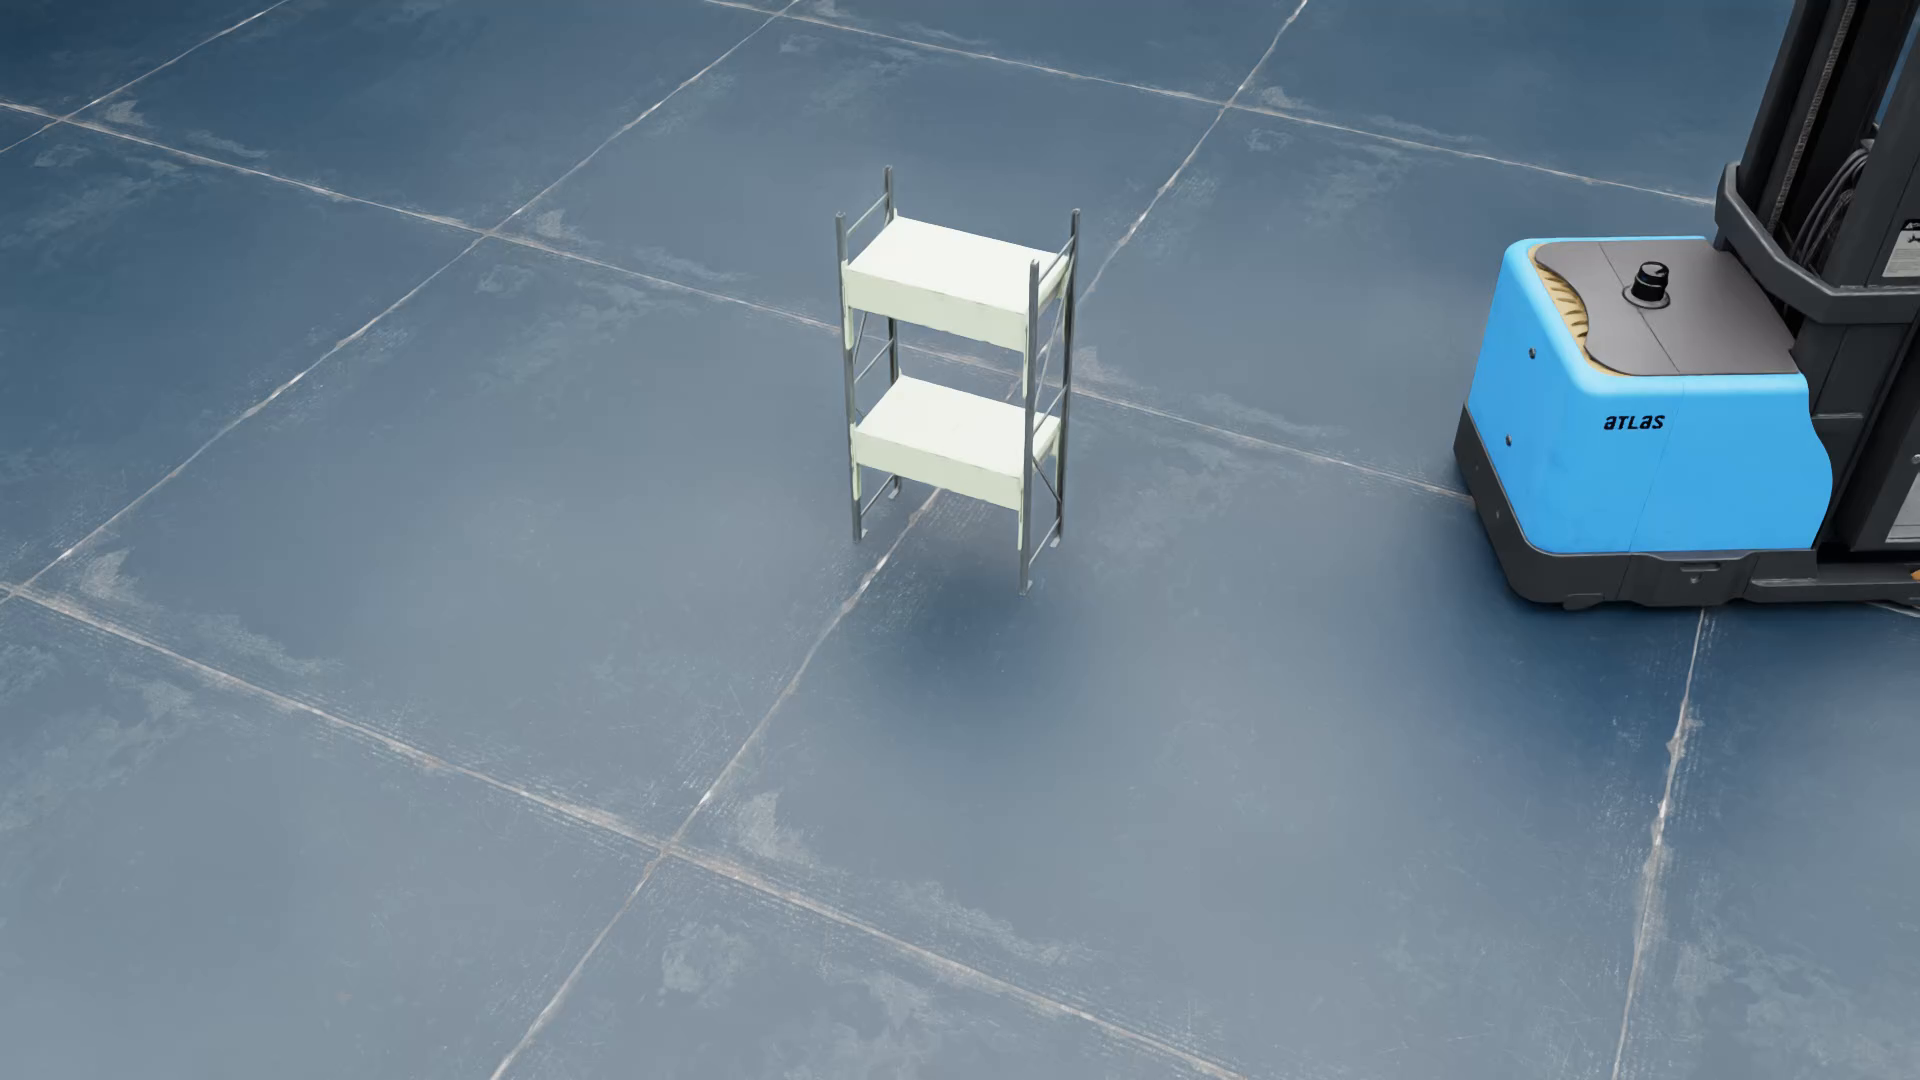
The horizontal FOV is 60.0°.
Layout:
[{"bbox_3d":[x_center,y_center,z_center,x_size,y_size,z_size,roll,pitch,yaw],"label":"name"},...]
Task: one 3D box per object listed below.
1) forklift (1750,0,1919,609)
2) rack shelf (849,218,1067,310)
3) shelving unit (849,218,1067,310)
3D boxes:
[{"bbox_3d":[4.059,-1.120,5.956,2.170,2.733,1.118,-1,41,-1],"label":"forklift"},{"bbox_3d":[-0.006,-0.964,5.918,0.686,0.052,0.368,17,44,19],"label":"rack shelf"},{"bbox_3d":[-0.006,-0.964,5.918,0.686,0.052,0.368,17,44,19],"label":"shelving unit"}]
